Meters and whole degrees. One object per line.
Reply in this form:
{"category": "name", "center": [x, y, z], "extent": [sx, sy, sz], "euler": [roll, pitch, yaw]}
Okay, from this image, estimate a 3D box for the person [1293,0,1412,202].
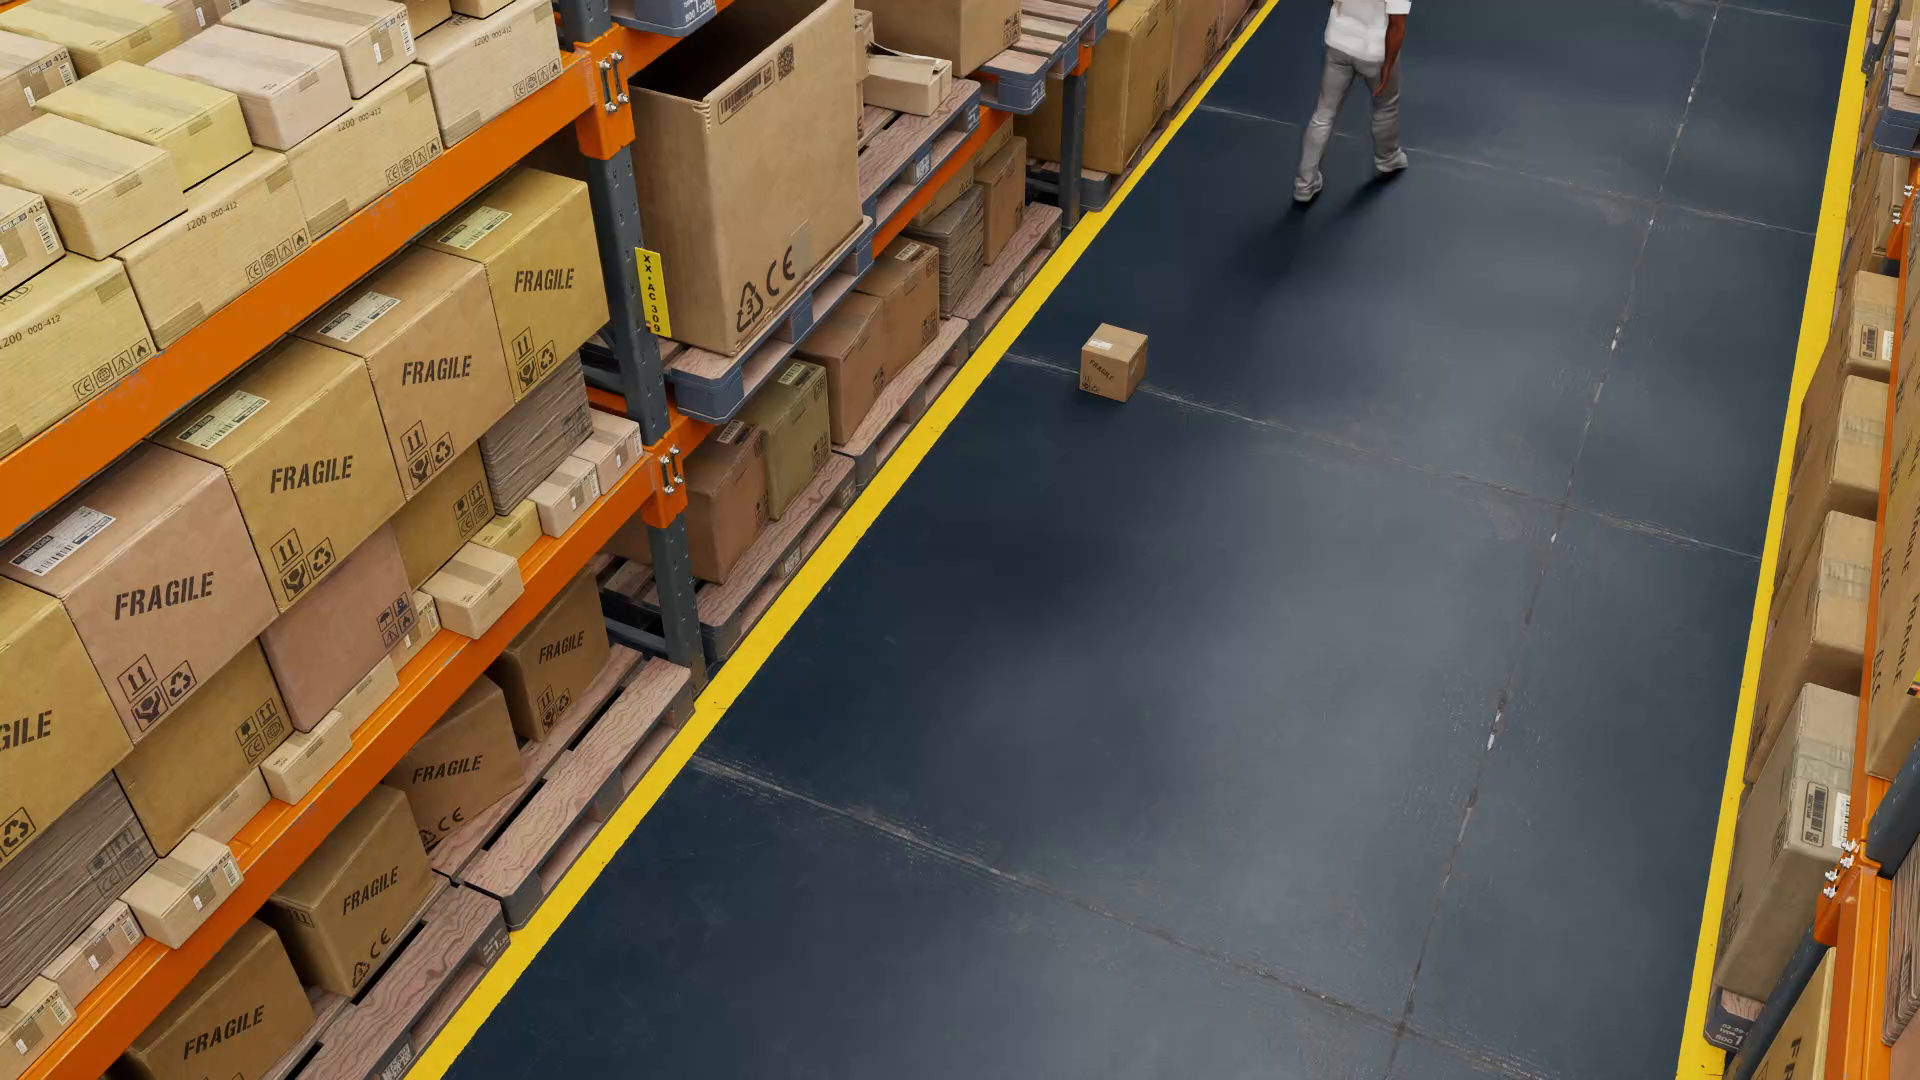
{"category": "person", "center": [2.273, -2.773, 9.230], "extent": [0.568, 1.750, 0.922], "euler": [29, 49, 28]}
